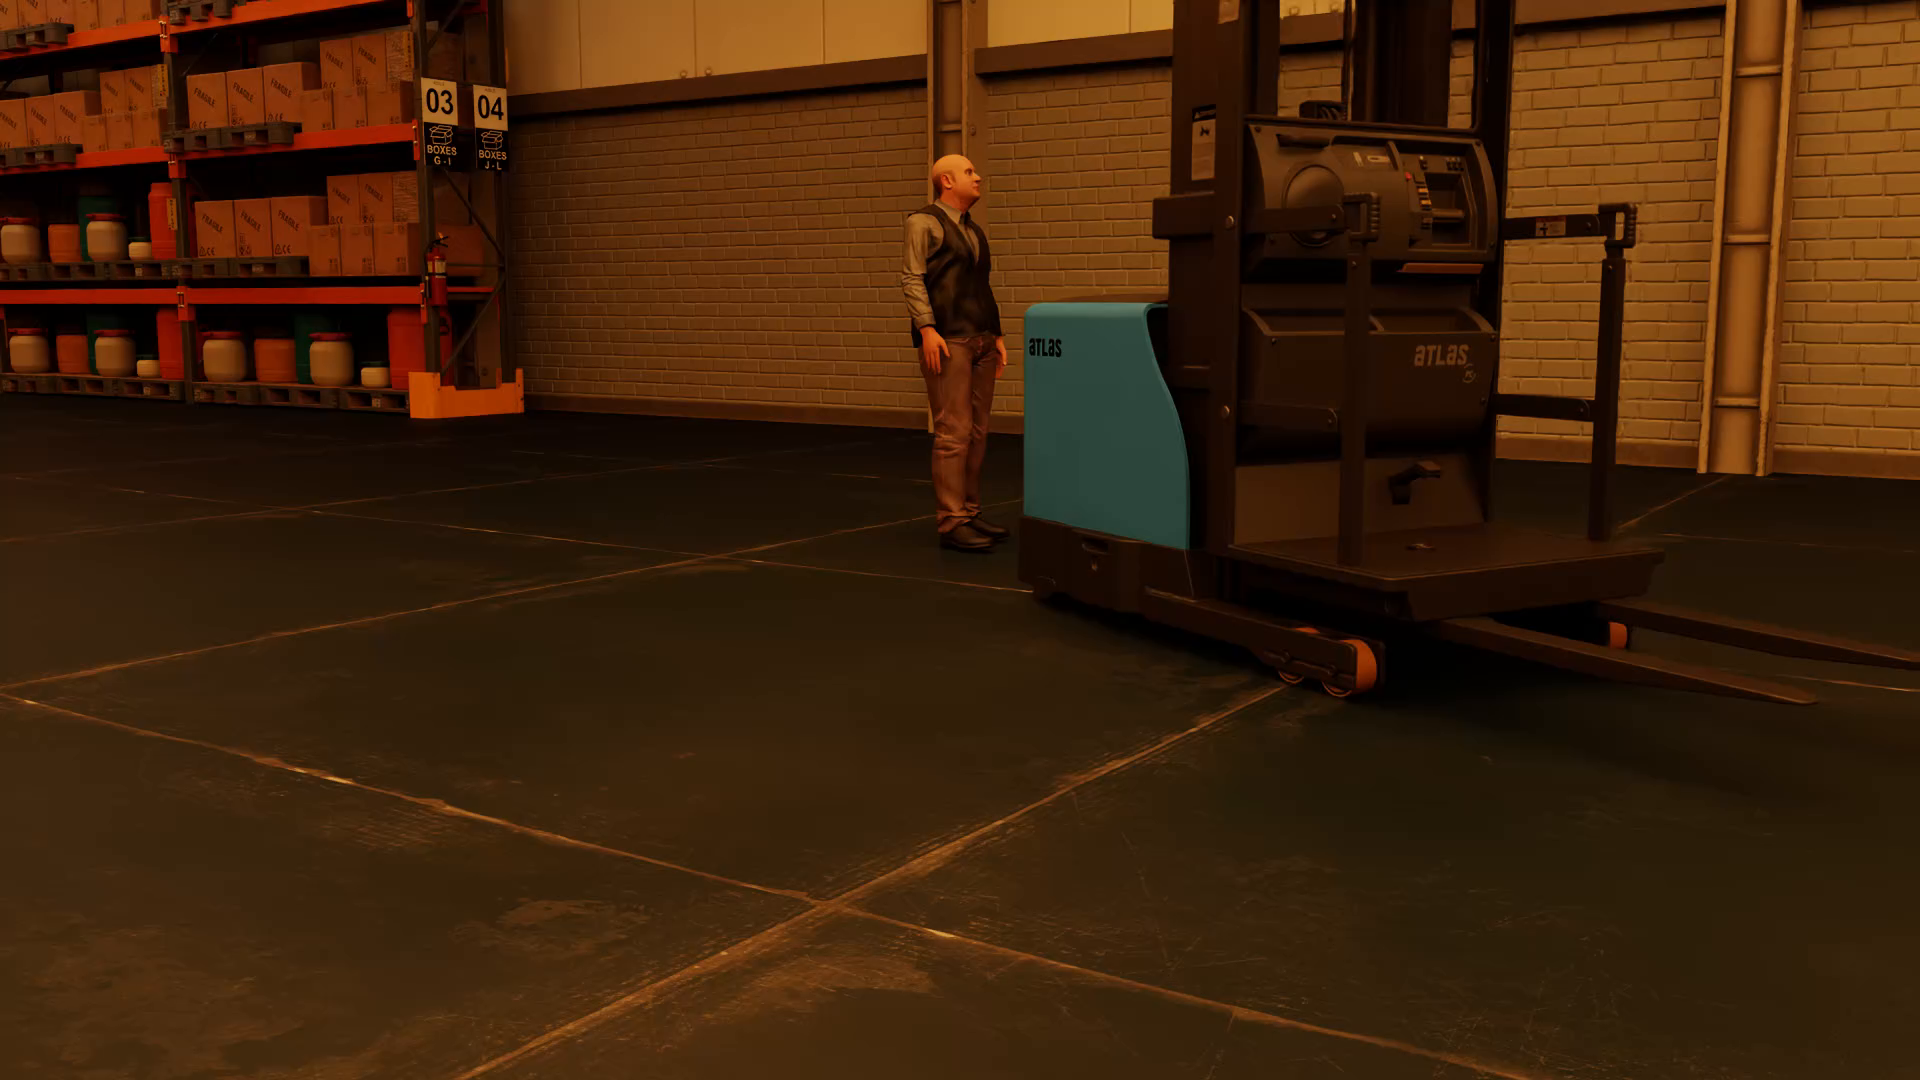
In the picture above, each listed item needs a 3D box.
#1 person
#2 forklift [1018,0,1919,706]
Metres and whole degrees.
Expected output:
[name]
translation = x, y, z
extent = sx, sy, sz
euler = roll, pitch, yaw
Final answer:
[person]
translation = 0.047, -0.853, 7.440
extent = 0.568, 1.720, 0.632
euler = 5, 10, 34
[forklift]
translation = 1.367, -1.090, 4.856
extent = 1.130, 2.935, 3.031
euler = -4, 9, -29
